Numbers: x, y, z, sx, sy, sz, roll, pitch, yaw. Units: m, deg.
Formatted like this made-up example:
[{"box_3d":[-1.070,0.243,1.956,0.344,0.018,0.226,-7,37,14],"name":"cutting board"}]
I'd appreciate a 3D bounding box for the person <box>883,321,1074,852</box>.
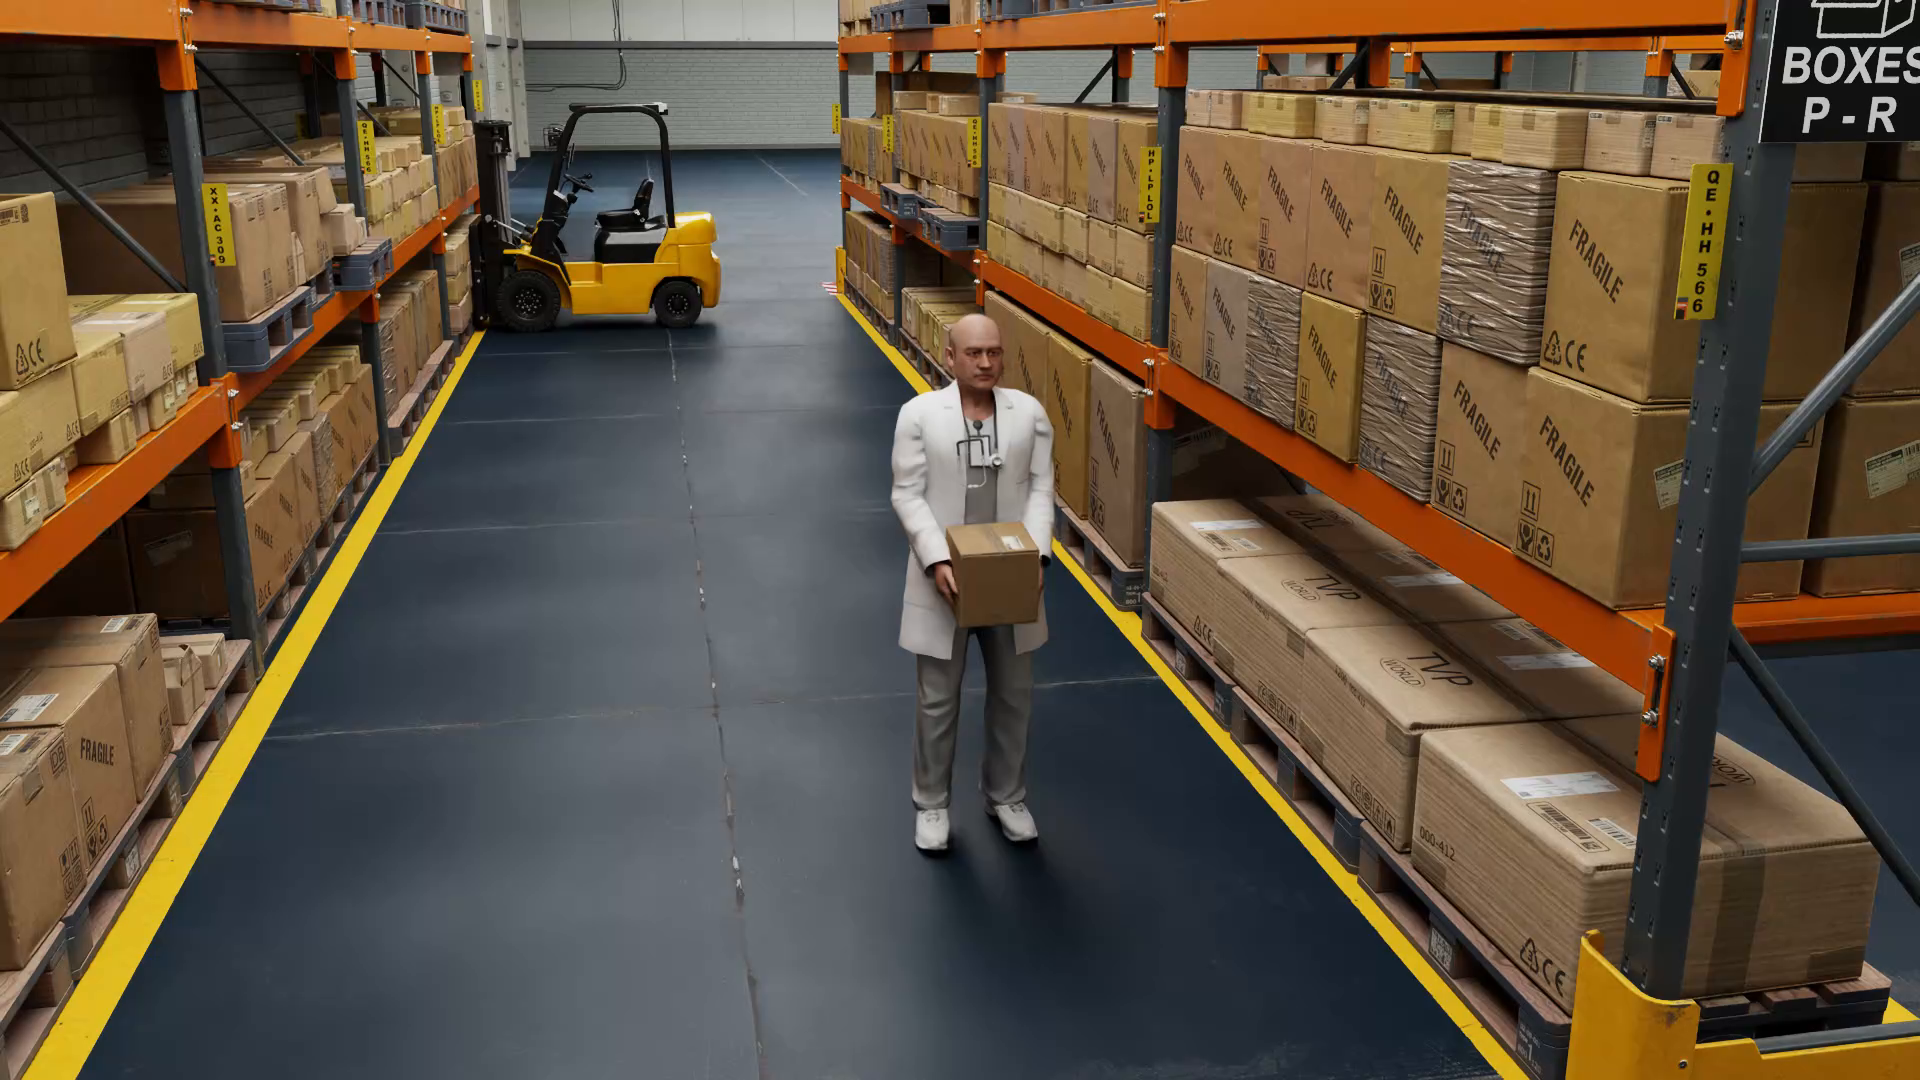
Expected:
[{"box_3d":[0.064,0.145,5.558,0.652,1.774,0.416,-3,16,-11],"name":"person"}]
